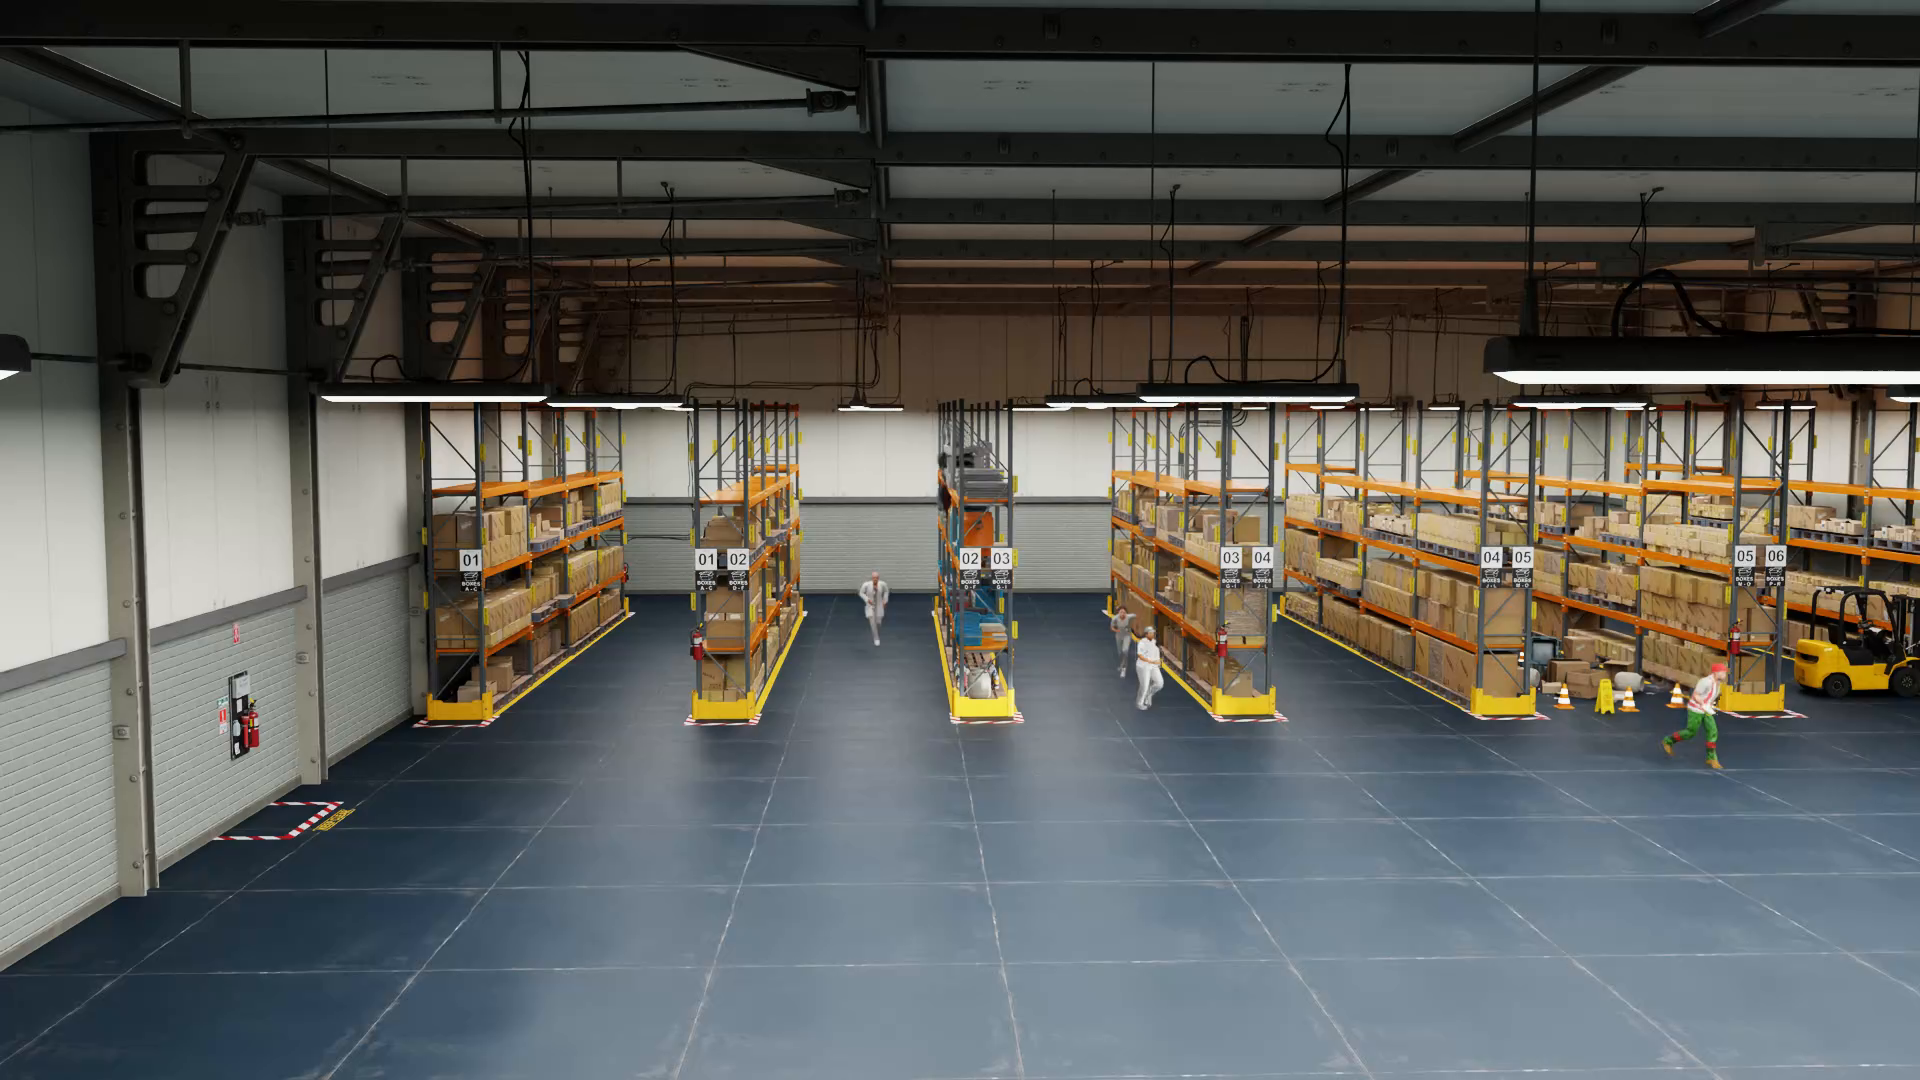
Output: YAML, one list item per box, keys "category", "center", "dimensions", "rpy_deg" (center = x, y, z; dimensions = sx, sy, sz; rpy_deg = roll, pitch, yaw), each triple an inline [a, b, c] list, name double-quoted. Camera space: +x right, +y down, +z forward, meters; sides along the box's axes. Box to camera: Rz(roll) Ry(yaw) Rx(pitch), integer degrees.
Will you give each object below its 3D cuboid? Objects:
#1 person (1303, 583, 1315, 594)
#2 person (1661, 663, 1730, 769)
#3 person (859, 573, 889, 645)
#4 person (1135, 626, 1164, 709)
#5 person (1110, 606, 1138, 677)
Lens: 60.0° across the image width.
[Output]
- category: "person"
  center: [10.364, 1.158, 48.859]
  dimensions: [0.582, 1.722, 0.701]
  rpy_deg: [-1, 5, -18]
- category: "person"
  center: [12.011, 2.826, 27.172]
  dimensions: [1.051, 1.728, 0.690]
  rpy_deg: [4, 6, 43]
- category: "person"
  center: [-2.031, 1.610, 39.339]
  dimensions: [0.704, 1.722, 0.799]
  rpy_deg: [0, 4, -6]
- category: "person"
  center: [3.665, 2.469, 32.113]
  dimensions: [0.583, 1.620, 0.667]
  rpy_deg: [-3, 5, -38]
- category: "person"
  center: [3.600, 2.197, 36.451]
  dimensions: [0.602, 1.609, 0.958]
  rpy_deg: [1, 4, 8]
